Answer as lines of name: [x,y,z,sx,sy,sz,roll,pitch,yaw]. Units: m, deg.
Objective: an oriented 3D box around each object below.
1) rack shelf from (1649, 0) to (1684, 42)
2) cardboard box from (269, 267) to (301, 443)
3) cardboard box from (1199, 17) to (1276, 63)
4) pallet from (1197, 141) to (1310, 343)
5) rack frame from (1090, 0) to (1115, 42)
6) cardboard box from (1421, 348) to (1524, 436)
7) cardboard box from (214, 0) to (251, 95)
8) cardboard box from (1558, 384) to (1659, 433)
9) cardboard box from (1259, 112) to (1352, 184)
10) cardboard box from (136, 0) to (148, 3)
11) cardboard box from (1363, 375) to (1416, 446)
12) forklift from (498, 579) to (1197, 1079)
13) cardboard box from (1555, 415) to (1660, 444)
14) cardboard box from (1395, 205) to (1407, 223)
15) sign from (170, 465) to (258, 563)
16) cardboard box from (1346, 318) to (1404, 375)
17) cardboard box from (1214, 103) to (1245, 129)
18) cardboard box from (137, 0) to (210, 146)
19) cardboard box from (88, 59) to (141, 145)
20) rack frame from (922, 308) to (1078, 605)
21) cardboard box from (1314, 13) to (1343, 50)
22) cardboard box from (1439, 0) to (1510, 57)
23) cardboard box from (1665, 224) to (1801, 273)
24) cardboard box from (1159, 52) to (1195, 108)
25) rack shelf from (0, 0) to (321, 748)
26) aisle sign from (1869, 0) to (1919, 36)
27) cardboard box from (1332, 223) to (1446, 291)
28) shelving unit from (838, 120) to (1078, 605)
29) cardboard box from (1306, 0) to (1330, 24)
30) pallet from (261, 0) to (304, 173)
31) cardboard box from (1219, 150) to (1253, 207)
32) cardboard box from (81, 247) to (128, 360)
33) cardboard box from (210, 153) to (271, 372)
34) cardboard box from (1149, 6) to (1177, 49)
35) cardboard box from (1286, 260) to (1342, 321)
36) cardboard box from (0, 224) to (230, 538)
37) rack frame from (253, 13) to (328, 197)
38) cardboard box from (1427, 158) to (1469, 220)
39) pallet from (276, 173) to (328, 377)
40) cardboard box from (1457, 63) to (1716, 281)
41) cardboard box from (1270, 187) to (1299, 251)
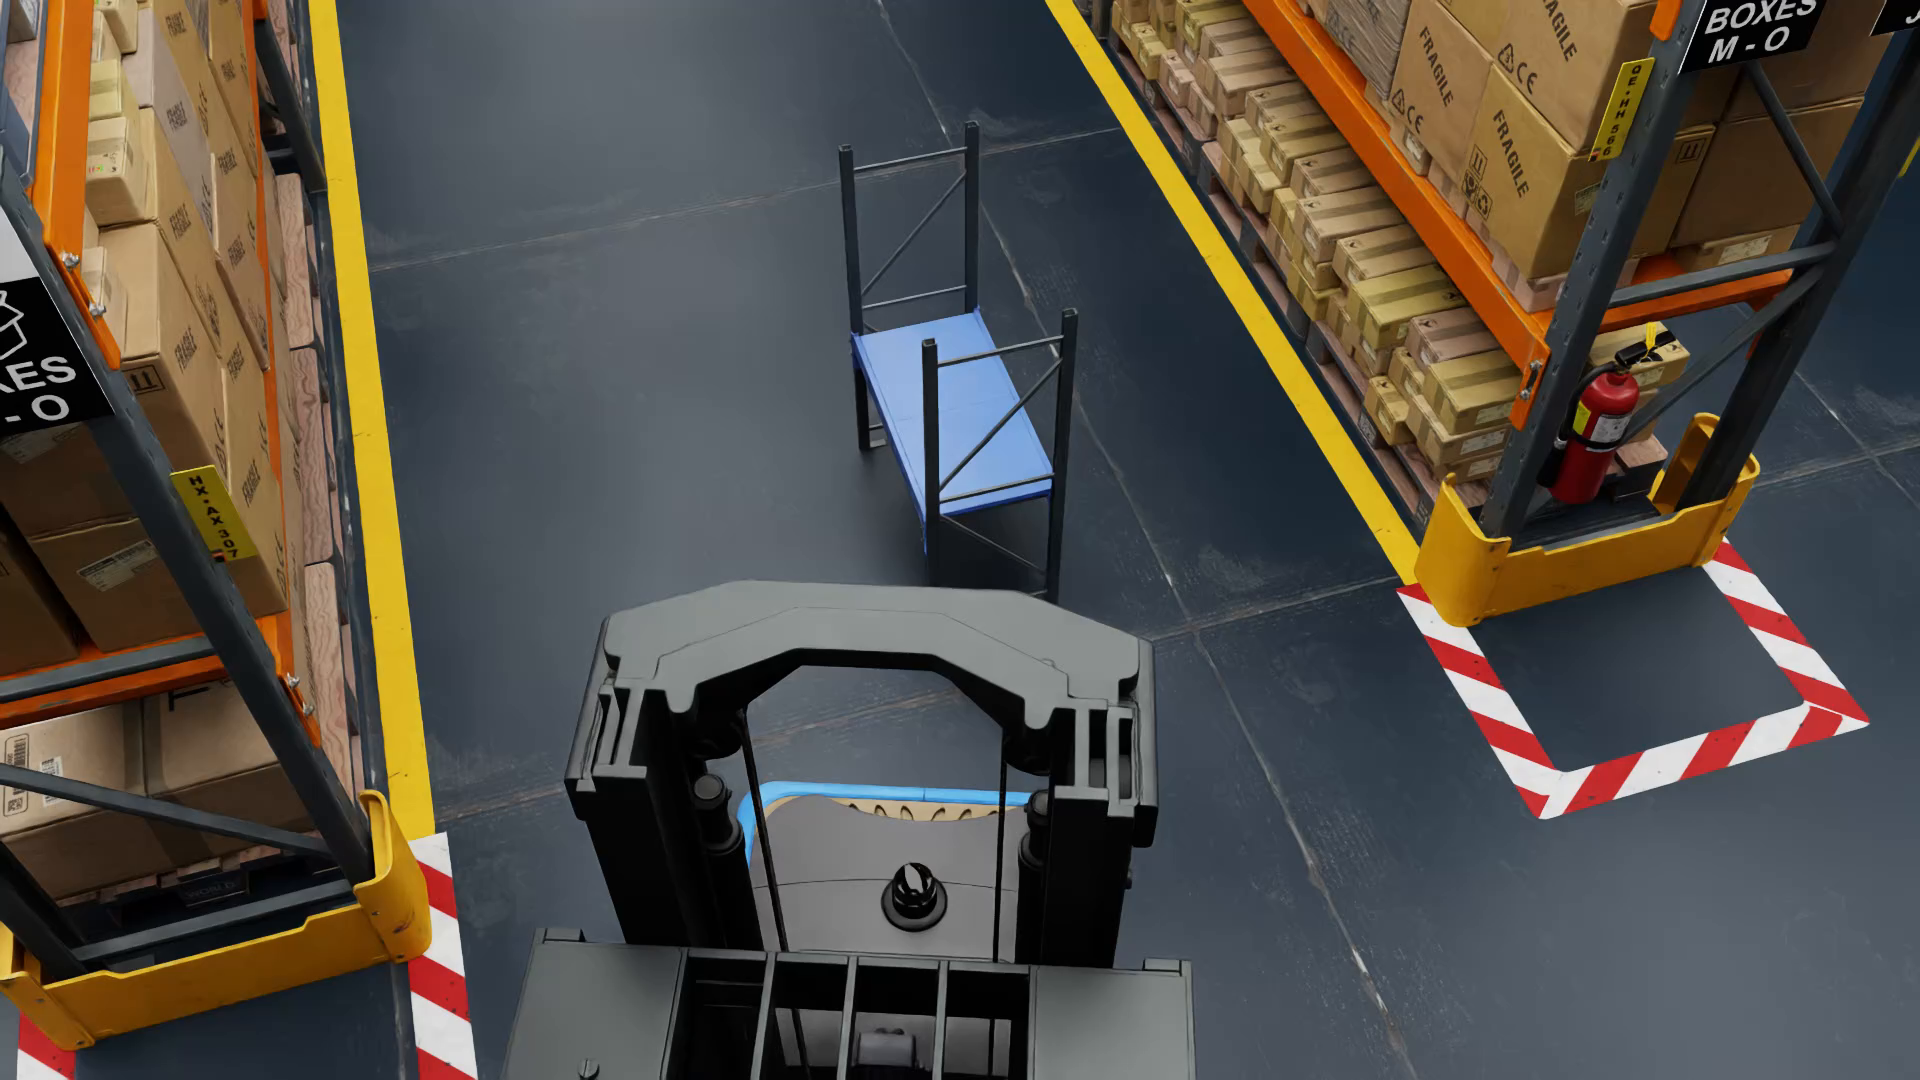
rack shelf: [1.780,-3.022,5.634,1.077,0.370,4.000,-13,51,-11]
cardboard box: [-3.161,-0.728,6.592,0.875,0.438,0.875,-15,51,-12]
cardboard box: [1.338,-2.284,7.704,0.380,0.149,0.250,-15,51,-12]
pallet: [1.786,-1.474,7.644,1.003,0.211,1.213,-13,51,-11]
rack frame: [1.189,-3.748,7.737,1.000,3.000,0.127,-13,51,-11]
cardboard box: [1.973,-0.564,6.254,0.380,0.149,0.250,-13,51,-11]
cardboard box: [-2.971,-1.931,6.141,0.500,0.500,0.500,-14,51,-12]
cardboard box: [2.462,-0.579,6.462,0.380,0.149,0.250,-11,51,-9]
cardboard box: [1.531,-1.710,7.220,0.380,0.149,0.250,-13,51,-11]
cardboard box: [-2.586,-1.661,4.834,0.380,0.149,0.250,-14,51,-12]
cardboard box: [1.844,-0.545,6.627,0.380,0.149,0.250,-12,51,-10]
forklift: [-0.178,1.557,3.310,1.130,2.935,3.031,2,50,2]
cardboard box: [2.523,-0.498,6.587,0.380,0.149,0.250,-12,51,-10]
cardboard box: [2.017,-1.524,7.258,0.380,0.149,0.250,-11,51,-9]
sign: [-1.795,-0.059,4.009,0.100,0.325,0.005,-13,51,-11]
cardboard box: [1.788,-0.839,6.680,0.380,0.149,0.250,-15,52,-12]
cardboard box: [1.393,-1.985,7.646,0.380,0.149,0.250,-11,51,-9]
cardboard box: [-2.664,-1.517,5.137,0.500,0.500,0.500,-13,51,-11]
cardboard box: [-2.375,-1.098,4.360,0.380,0.149,0.250,-15,51,-12]
rack frame: [0.125,-0.174,5.706,0.500,1.500,0.032,-13,51,-11]
cardboard box: [1.615,-2.070,6.487,0.380,0.149,0.250,-13,51,-10]
cardboard box: [1.849,-1.925,5.286,0.500,0.500,0.500,-15,51,-12]
cardboard box: [2.589,-1.056,5.632,0.380,0.149,0.250,-14,51,-11]
cardboard box: [1.192,-2.261,8.074,0.380,0.149,0.250,-14,51,-11]
rack shelf: [-2.918,-0.862,5.775,1.077,0.370,4.000,-13,51,-11]
aisle sign: [2.680,-1.679,4.293,0.394,0.787,0.004,-13,51,-11]
cardboard box: [1.740,-1.124,6.726,0.380,0.149,0.250,-15,52,-12]
shelving unit: [-0.025,-0.546,6.019,0.538,1.500,1.048,-13,51,-11]
cardboard box: [1.549,-2.336,6.287,0.500,0.500,0.500,-11,51,-9]
pallet: [-3.810,-2.202,8.258,1.003,0.211,1.213,-13,51,-11]
cardboard box: [1.412,-1.687,7.590,0.380,0.149,0.250,-15,51,-12]
cardboard box: [-2.167,-0.519,3.871,0.380,0.149,0.250,-12,51,-10]
cardboard box: [-2.504,-0.820,5.203,0.500,0.500,0.500,-14,51,-11]
cardboard box: [1.151,-2.558,8.130,0.380,0.149,0.250,-13,51,-11]
cardboard box: [1.627,-1.107,7.101,0.380,0.149,0.250,-15,52,-13]
cardboard box: [-2.197,-0.403,4.198,0.500,0.500,0.500,-14,51,-12]
rack frame: [-3.510,-2.555,6.731,1.000,3.000,0.127,-13,51,-11]
cardboard box: [1.879,-1.289,5.829,0.380,0.149,0.250,-14,51,-11]
pallet: [-3.360,-1.083,7.315,1.003,0.211,1.213,-13,51,-11]
cardboard box: [1.993,-1.224,5.350,0.500,0.500,0.500,-12,51,-10]
cardboard box: [1.564,-1.405,7.158,0.380,0.149,0.250,-11,51,-9]
